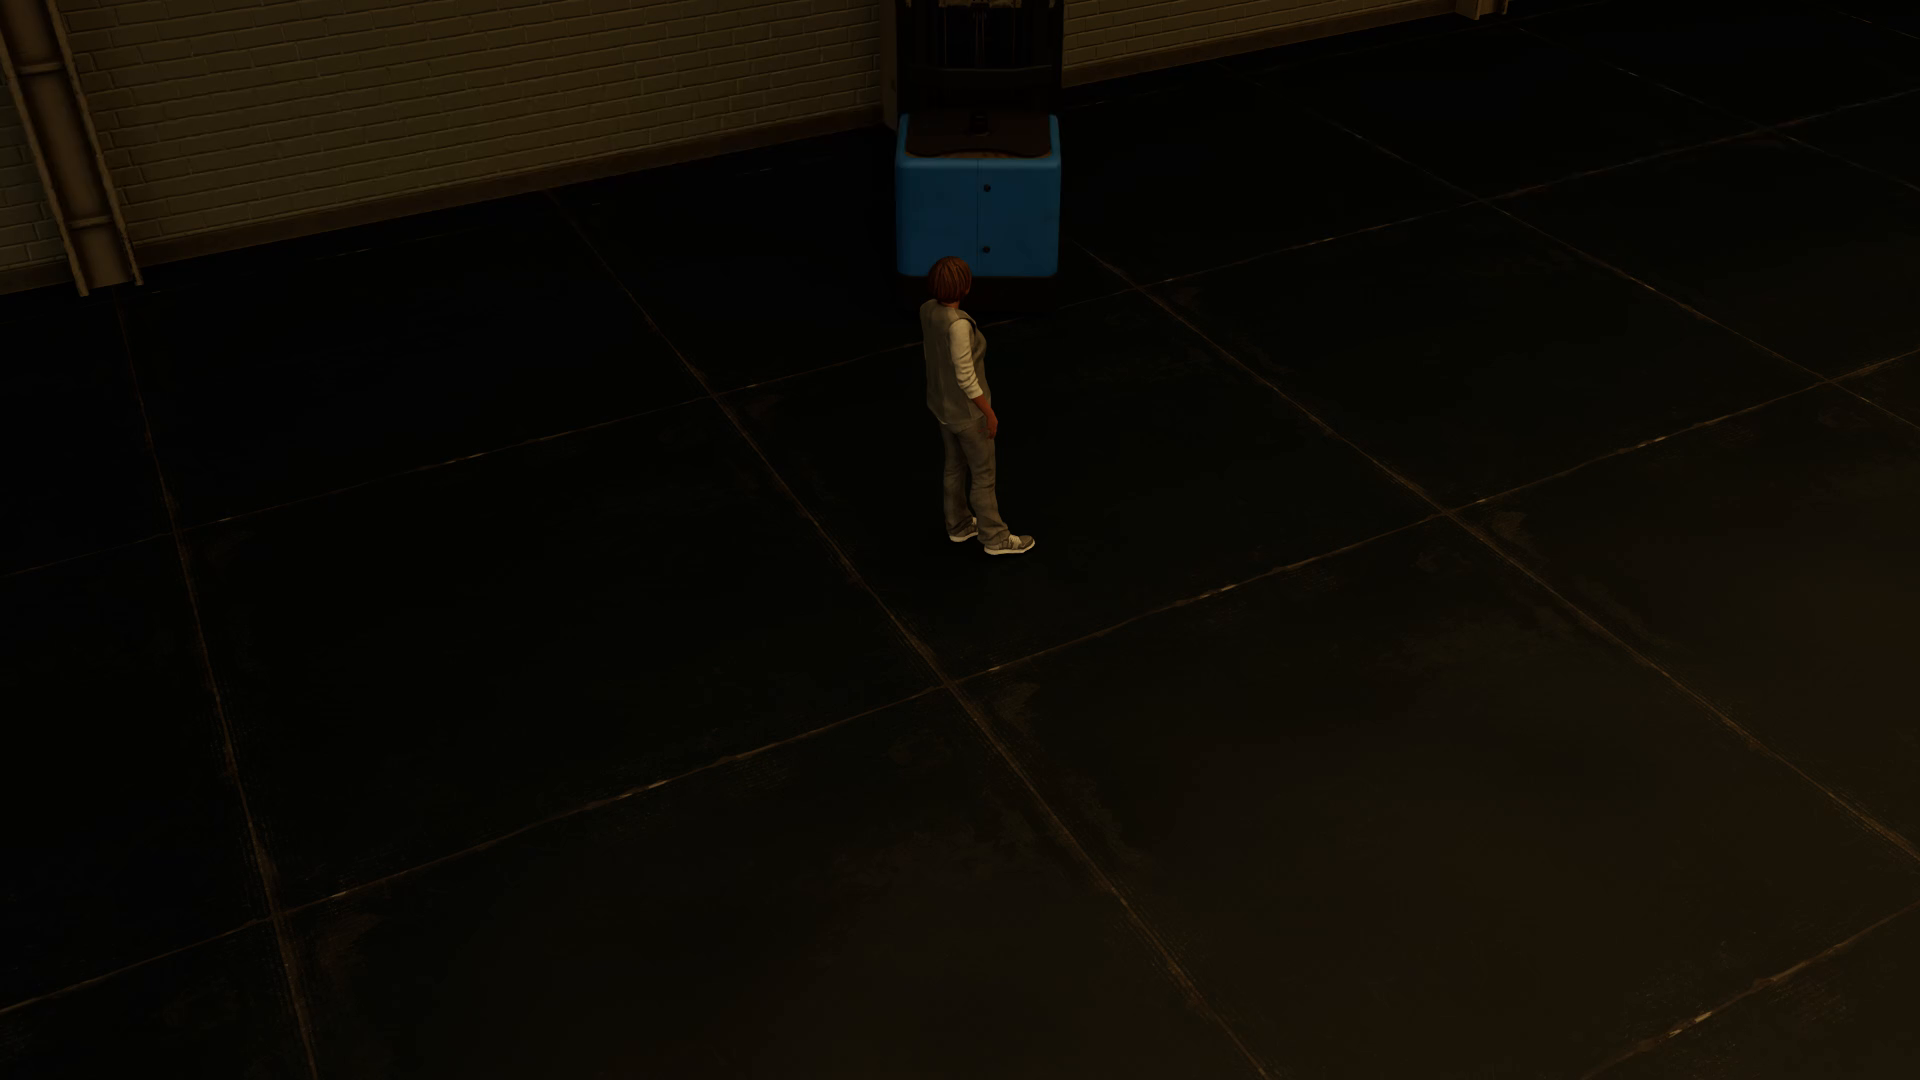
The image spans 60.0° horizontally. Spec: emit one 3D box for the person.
[{"bbox_3d":[0.071,-0.671,8.215,0.475,1.596,0.521,-17,39,-23],"label":"person"}]

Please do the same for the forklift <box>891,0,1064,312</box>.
[{"bbox_3d":[0.133,-3.470,11.031,1.130,2.935,3.031,1,35,1],"label":"forklift"}]
